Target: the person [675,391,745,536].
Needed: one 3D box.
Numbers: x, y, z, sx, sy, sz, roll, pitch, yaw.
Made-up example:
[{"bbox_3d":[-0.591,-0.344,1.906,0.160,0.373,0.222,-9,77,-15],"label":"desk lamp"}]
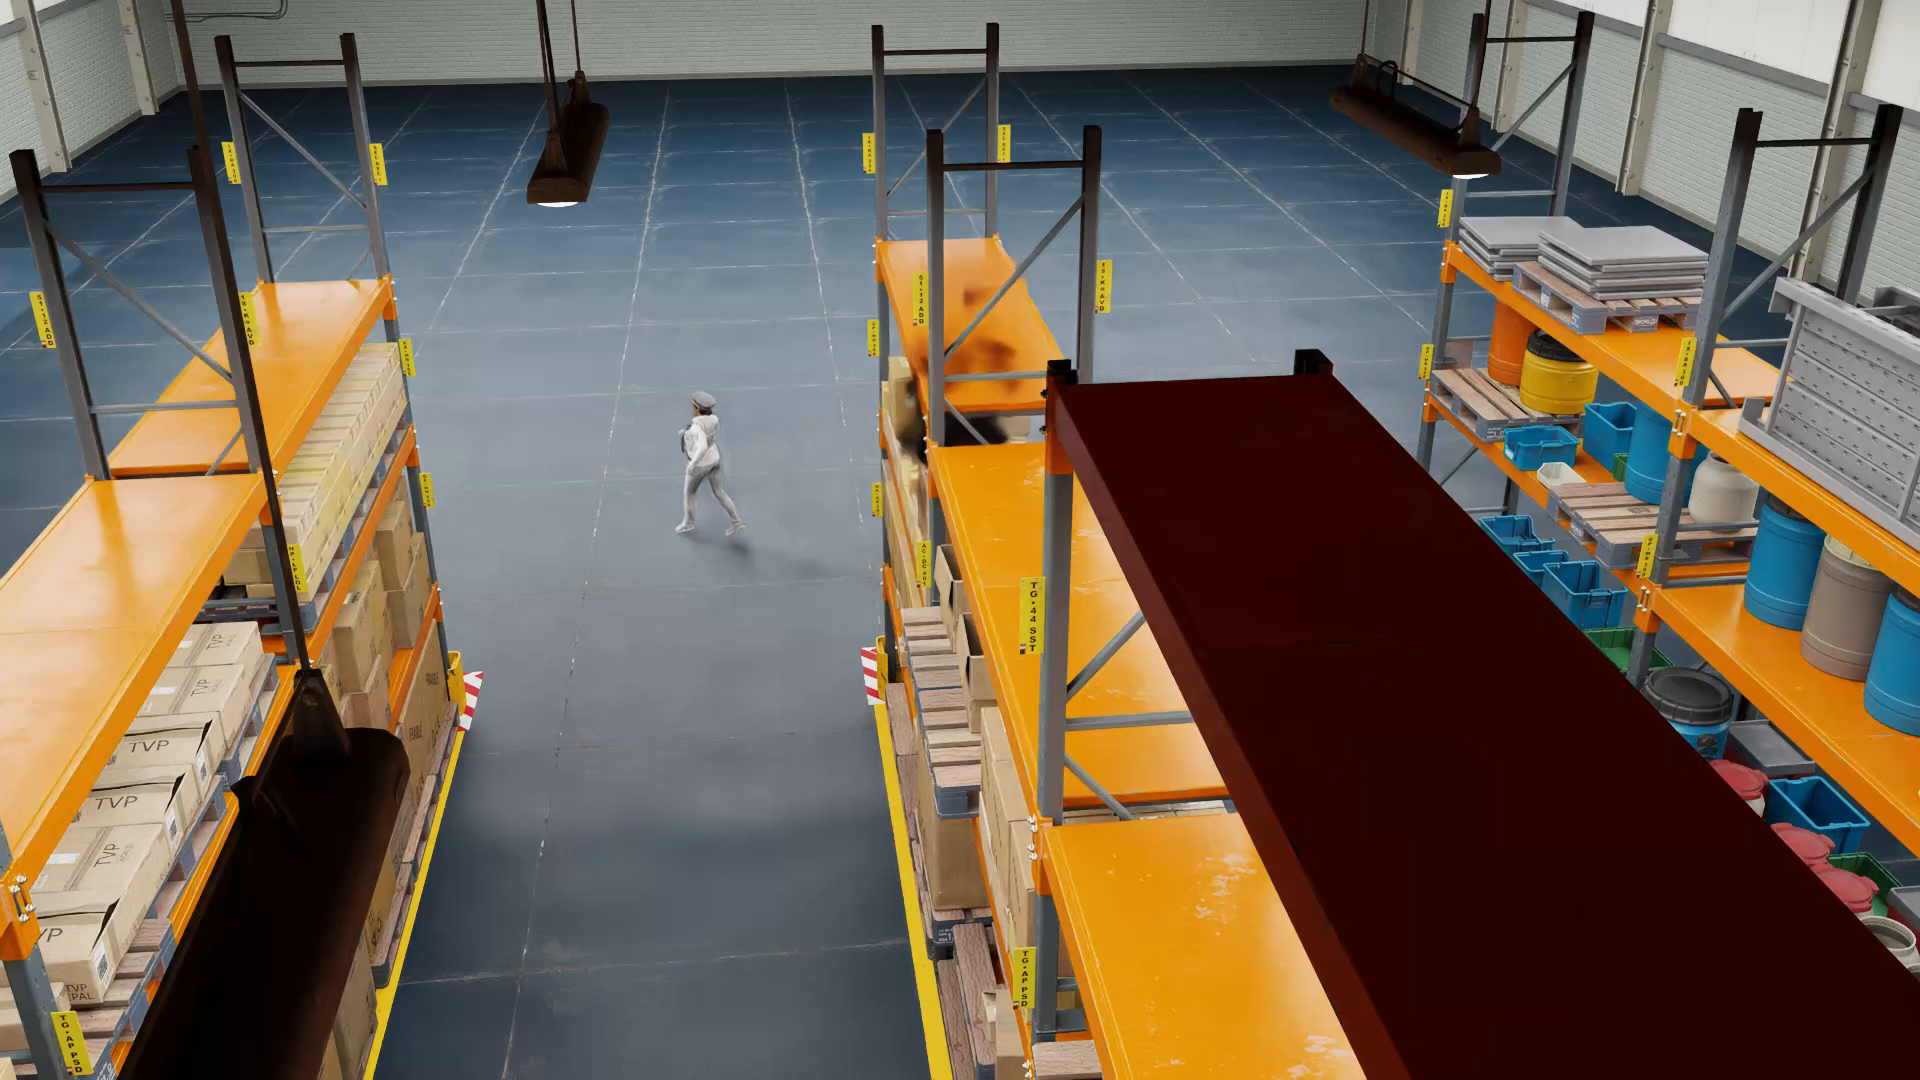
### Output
[{"bbox_3d":[-2.790,-0.807,18.190,0.892,1.712,0.599,15,30,29],"label":"person"}]
